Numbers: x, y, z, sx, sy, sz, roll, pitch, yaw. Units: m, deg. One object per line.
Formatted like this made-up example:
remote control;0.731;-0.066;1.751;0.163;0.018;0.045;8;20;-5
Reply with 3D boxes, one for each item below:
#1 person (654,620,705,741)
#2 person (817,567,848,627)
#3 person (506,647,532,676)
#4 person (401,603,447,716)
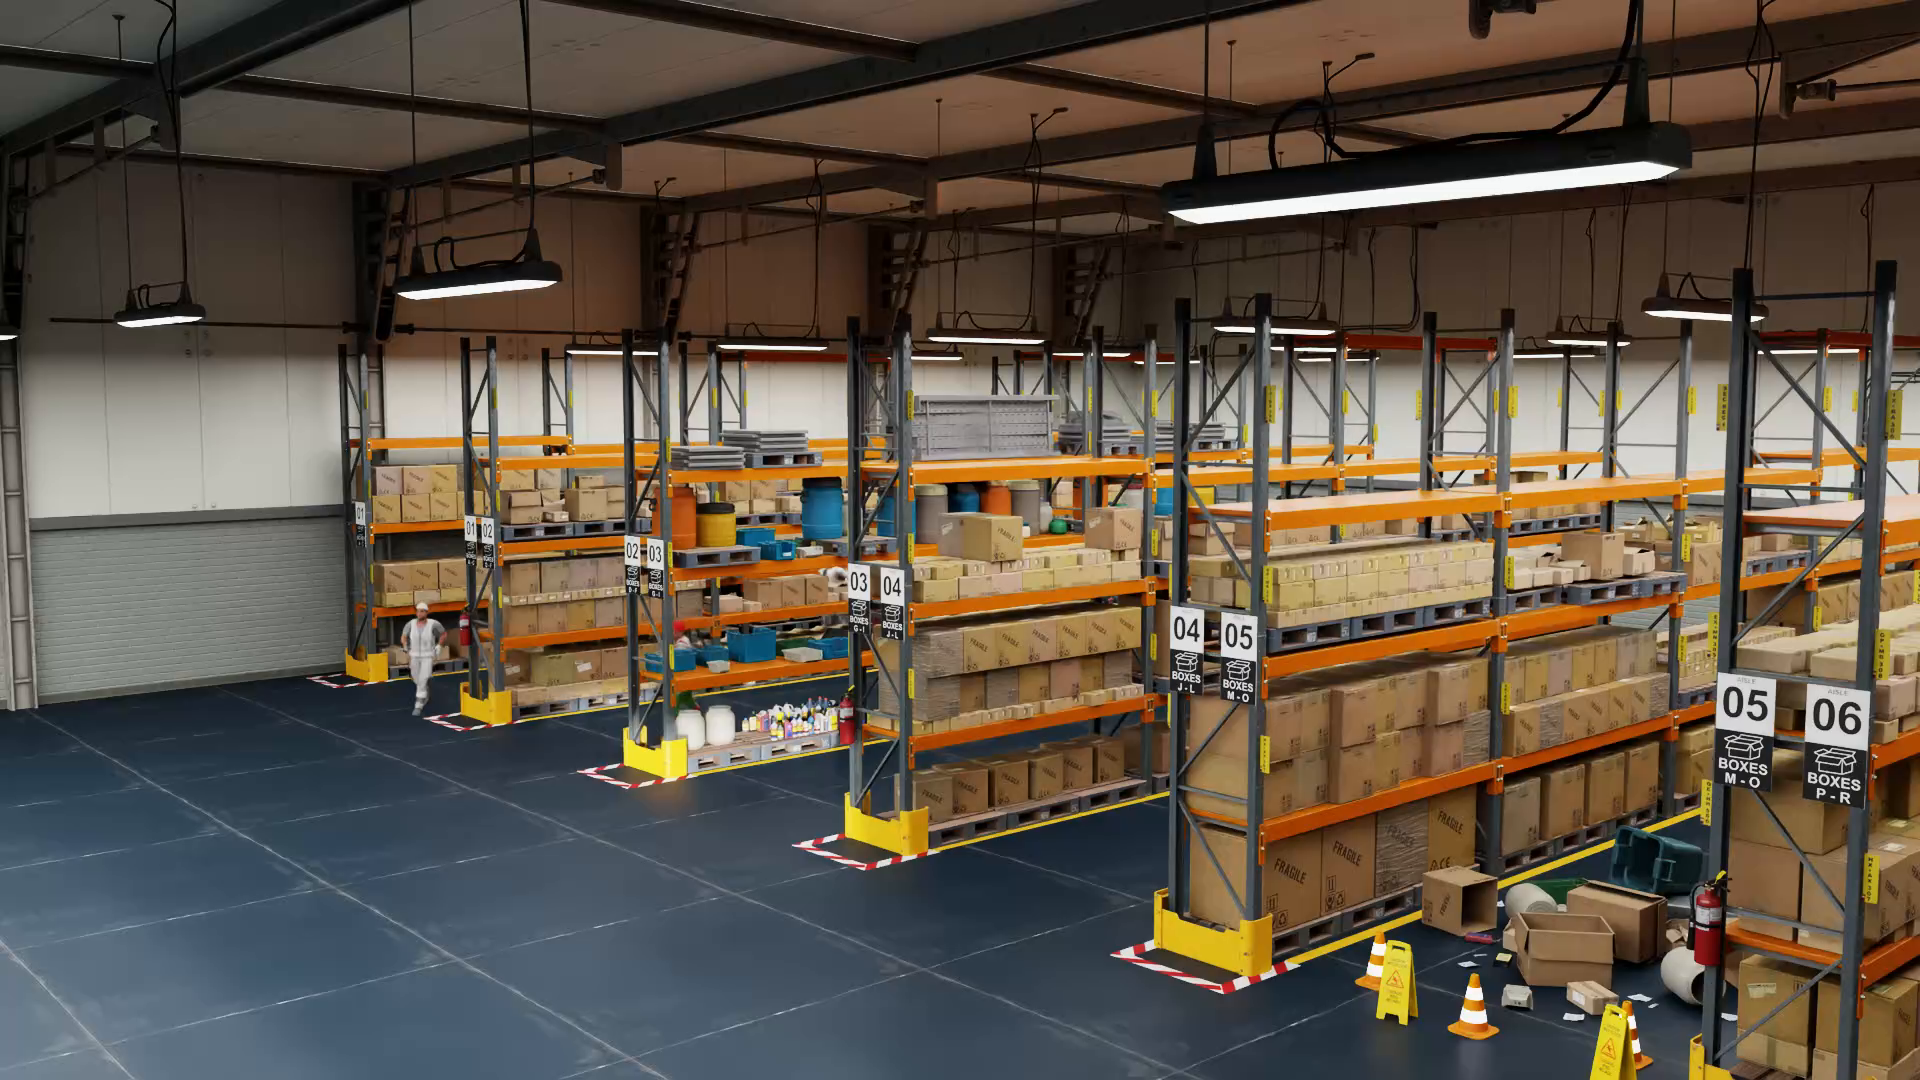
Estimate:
person;-4.178;2.062;24.831;0.782;1.777;0.773;-1;5;-7
person;-2.668;1.214;34.249;0.932;1.847;0.652;-5;7;-42
person;-7.879;1.713;29.474;0.582;1.670;0.913;2;5;21
person;-8.622;1.878;26.726;0.678;1.771;0.951;0;5;0
